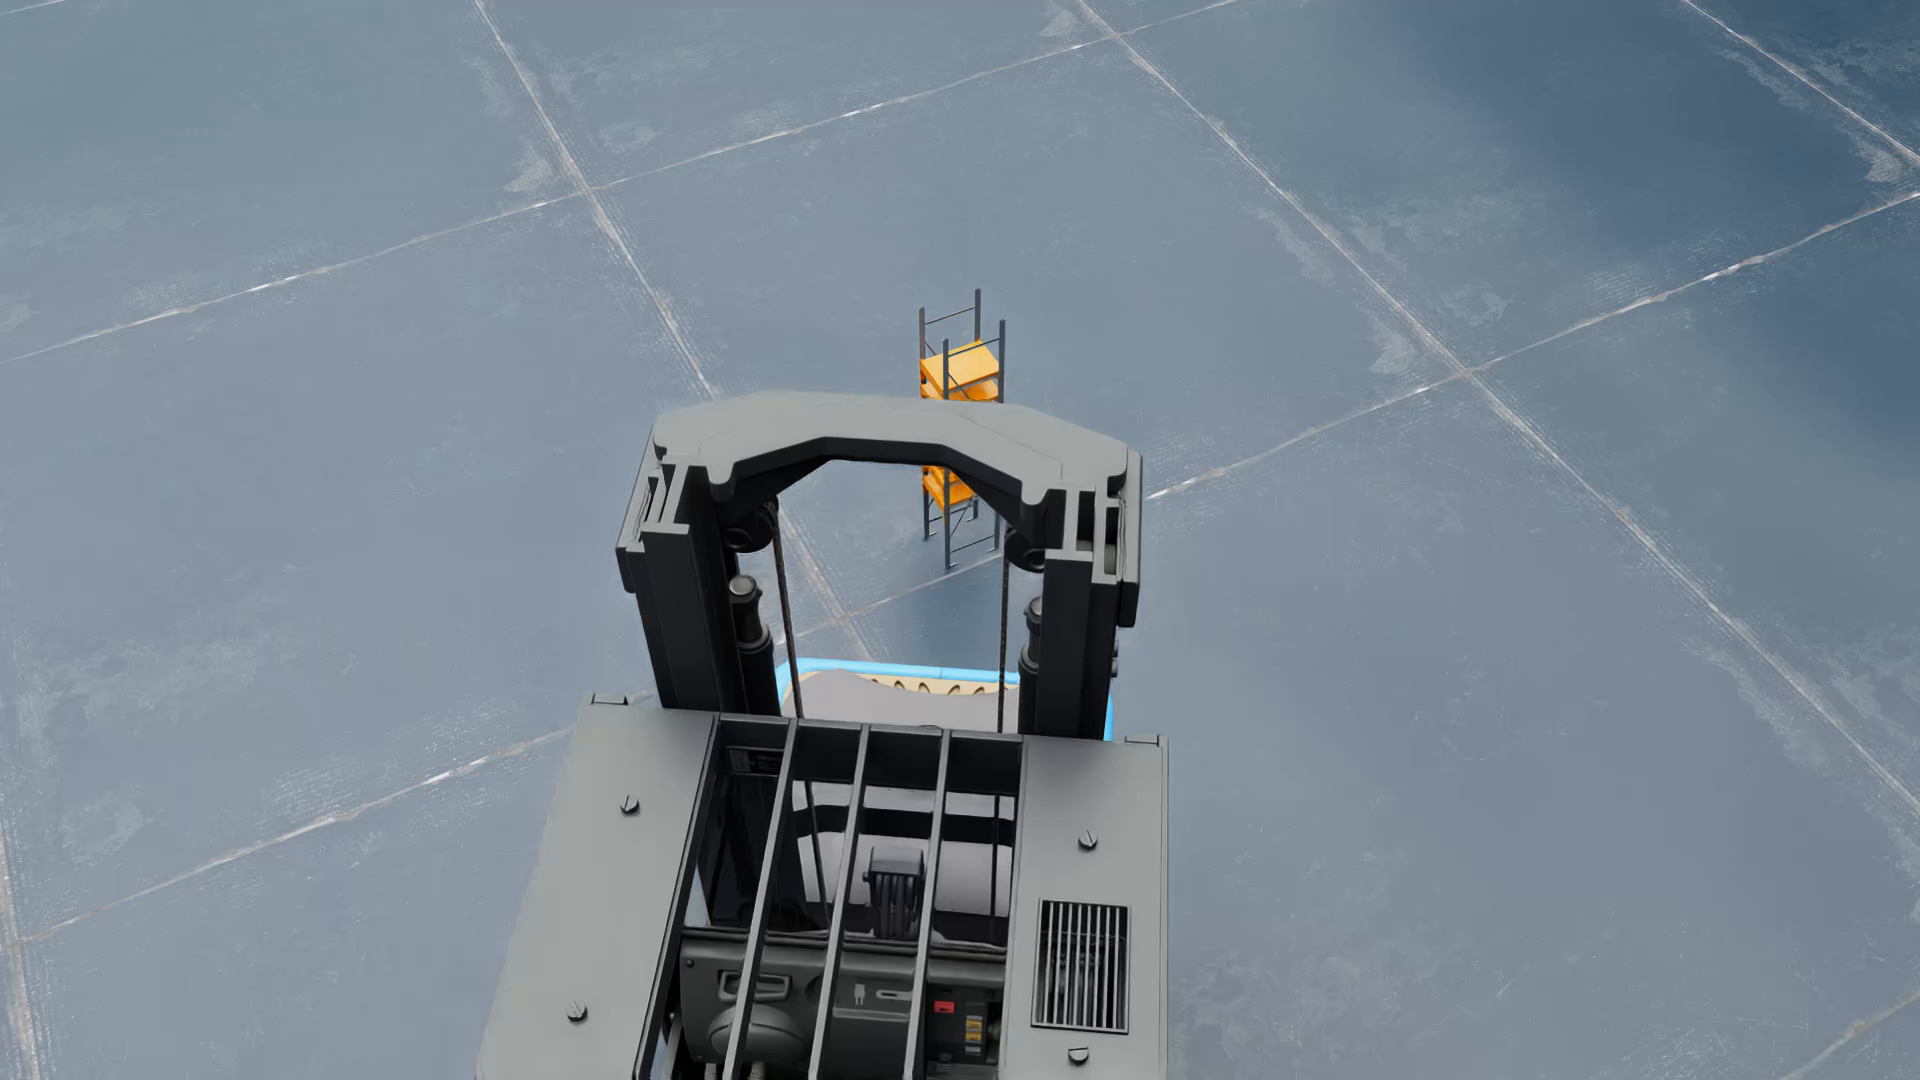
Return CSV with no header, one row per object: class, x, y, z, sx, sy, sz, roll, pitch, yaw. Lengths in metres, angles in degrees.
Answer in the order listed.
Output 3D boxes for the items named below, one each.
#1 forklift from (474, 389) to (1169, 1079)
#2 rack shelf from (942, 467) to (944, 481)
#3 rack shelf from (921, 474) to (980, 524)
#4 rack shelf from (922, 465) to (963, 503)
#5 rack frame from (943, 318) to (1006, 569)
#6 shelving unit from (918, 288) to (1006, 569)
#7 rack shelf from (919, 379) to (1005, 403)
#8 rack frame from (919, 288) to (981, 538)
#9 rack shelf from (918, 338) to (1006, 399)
forklift,-0.186,1.224,3.625,1.130,2.935,3.031,4,49,3
rack shelf,0.007,-0.356,6.216,0.258,0.103,0.180,-21,52,-18
rack shelf,0.007,-0.198,6.397,0.258,0.103,0.180,-21,52,-18
rack shelf,0.007,-0.277,6.306,0.258,0.103,0.180,-21,52,-18
rack frame,0.049,-0.324,6.129,0.240,1.200,0.006,-21,52,-18
shelving unit,0.007,-0.385,6.183,0.258,1.200,0.189,-21,52,-18
rack shelf,0.007,-0.514,6.035,0.258,0.103,0.180,-21,52,-18
rack frame,-0.035,-0.447,6.236,0.240,1.200,0.006,-21,52,-18
rack shelf,0.007,-0.593,5.945,0.258,0.103,0.180,-21,52,-18
